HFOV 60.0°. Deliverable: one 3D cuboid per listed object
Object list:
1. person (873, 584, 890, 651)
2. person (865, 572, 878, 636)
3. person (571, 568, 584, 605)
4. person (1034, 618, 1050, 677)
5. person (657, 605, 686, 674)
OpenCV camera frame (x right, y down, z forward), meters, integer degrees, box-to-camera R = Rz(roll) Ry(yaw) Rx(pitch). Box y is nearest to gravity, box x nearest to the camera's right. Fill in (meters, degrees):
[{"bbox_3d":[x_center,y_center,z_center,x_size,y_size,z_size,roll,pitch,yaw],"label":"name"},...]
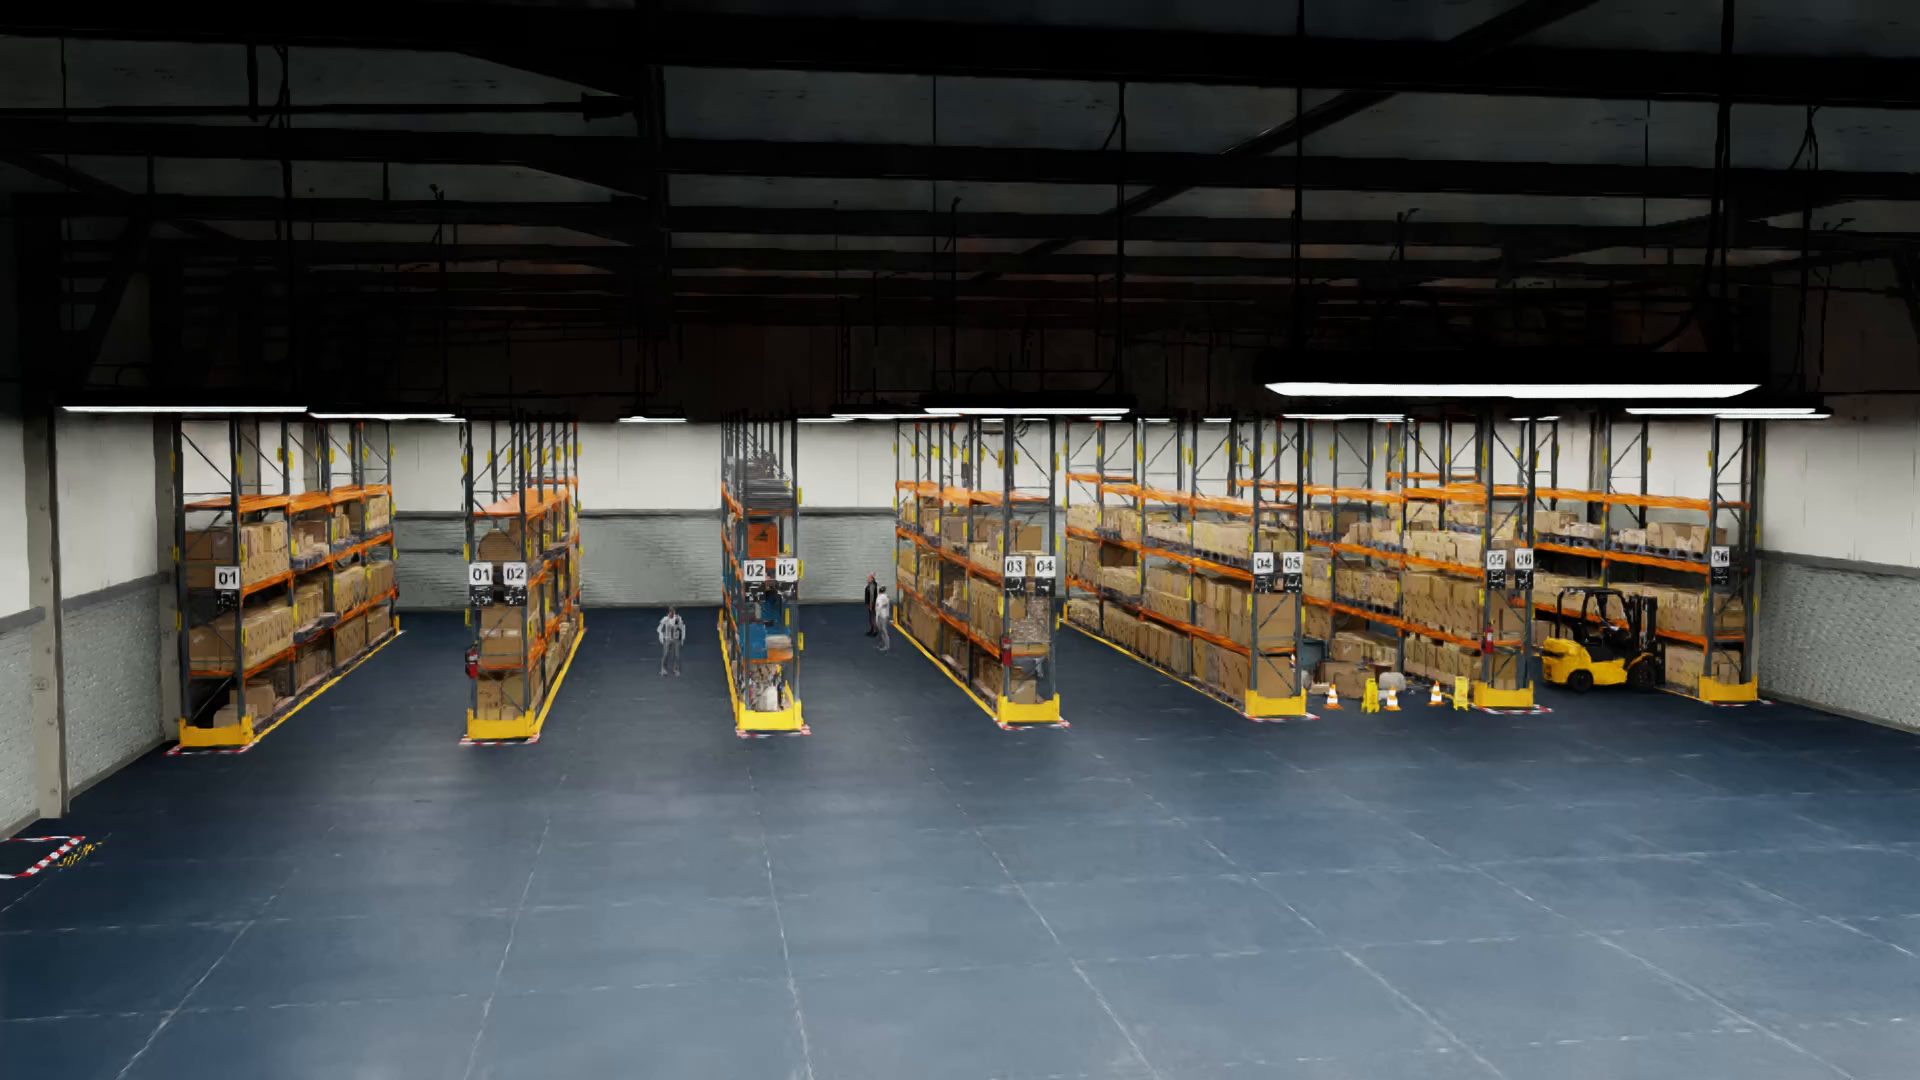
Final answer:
[{"bbox_3d":[-1.984,1.951,41.956,0.538,1.665,0.573,1,4,20],"label":"person"},{"bbox_3d":[-2.390,1.689,45.012,0.370,1.652,0.590,0,4,0],"label":"person"},{"bbox_3d":[-11.150,1.559,47.946,0.574,1.657,0.560,4,5,43],"label":"person"},{"bbox_3d":[1.850,2.225,37.801,0.554,1.712,1.031,-1,4,-11],"label":"person"},{"bbox_3d":[-6.581,2.268,37.965,0.639,1.632,0.506,-1,4,-12],"label":"person"}]
